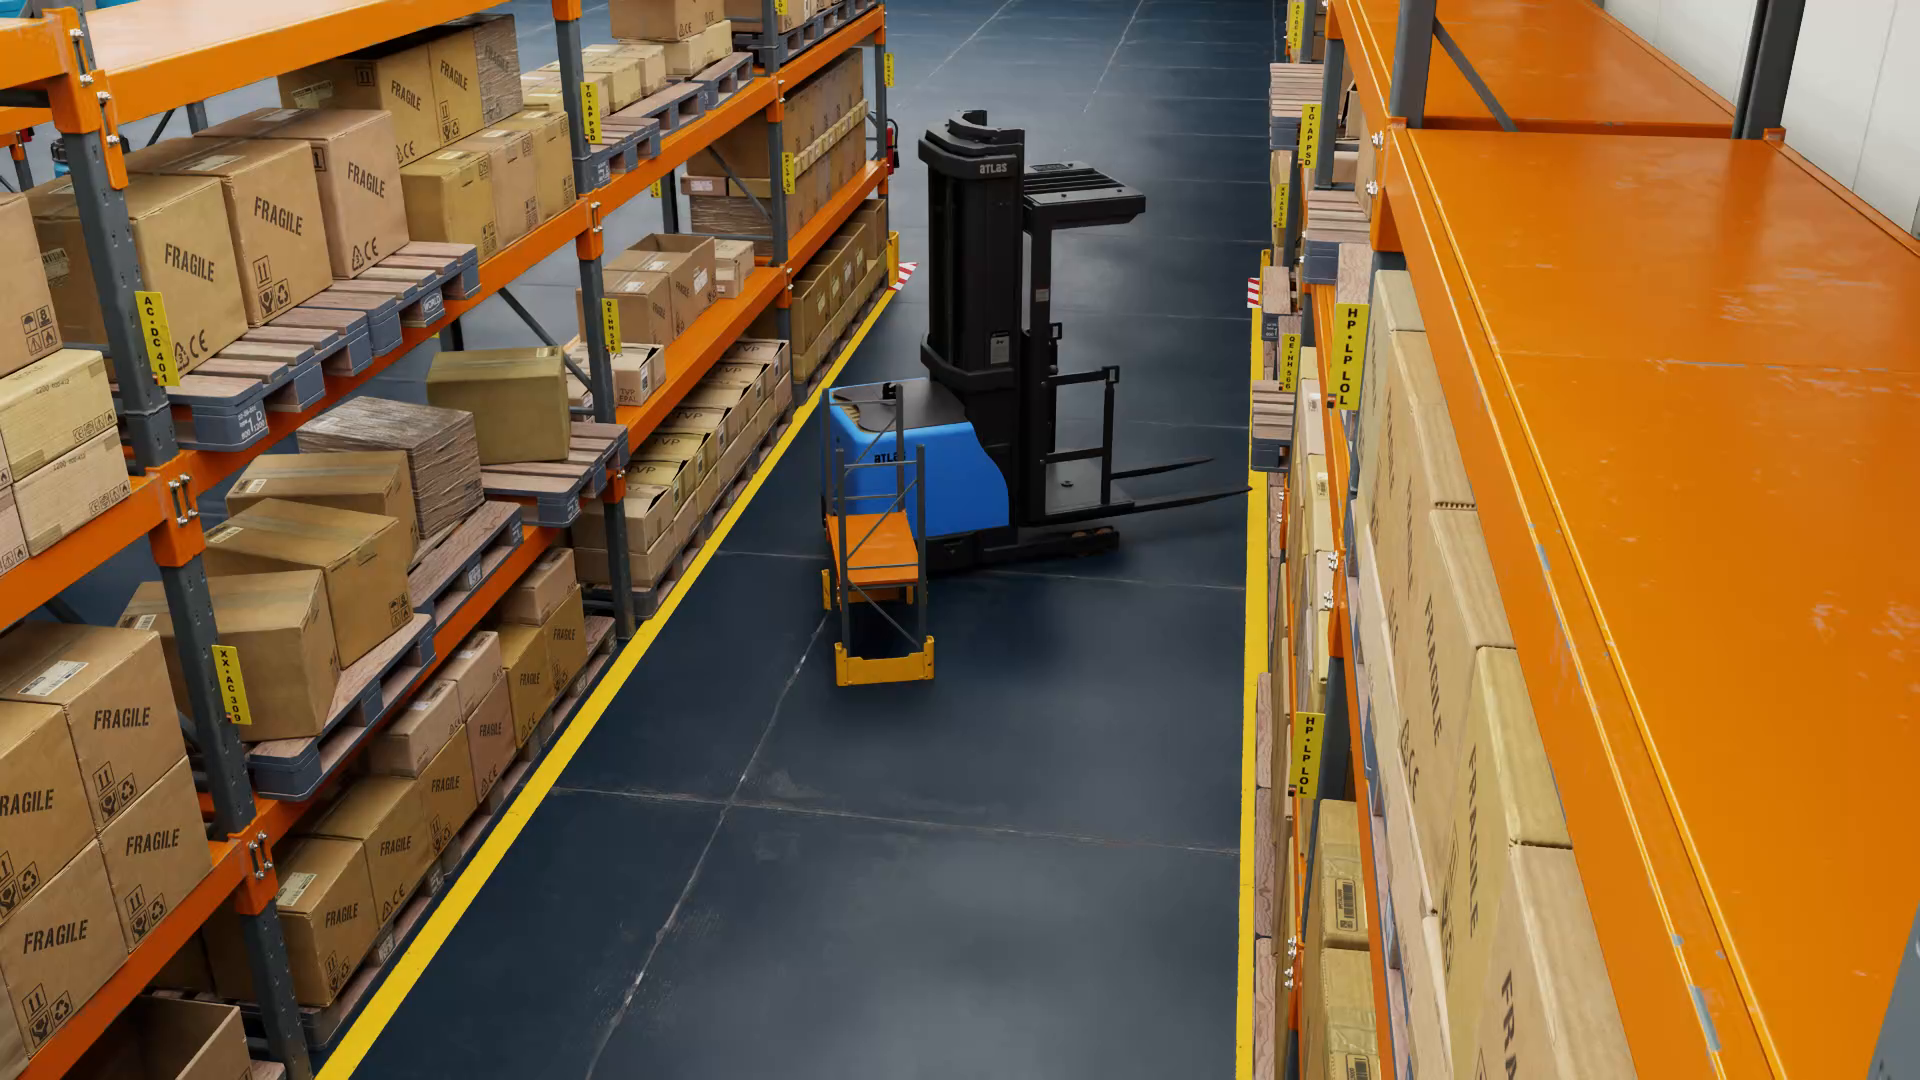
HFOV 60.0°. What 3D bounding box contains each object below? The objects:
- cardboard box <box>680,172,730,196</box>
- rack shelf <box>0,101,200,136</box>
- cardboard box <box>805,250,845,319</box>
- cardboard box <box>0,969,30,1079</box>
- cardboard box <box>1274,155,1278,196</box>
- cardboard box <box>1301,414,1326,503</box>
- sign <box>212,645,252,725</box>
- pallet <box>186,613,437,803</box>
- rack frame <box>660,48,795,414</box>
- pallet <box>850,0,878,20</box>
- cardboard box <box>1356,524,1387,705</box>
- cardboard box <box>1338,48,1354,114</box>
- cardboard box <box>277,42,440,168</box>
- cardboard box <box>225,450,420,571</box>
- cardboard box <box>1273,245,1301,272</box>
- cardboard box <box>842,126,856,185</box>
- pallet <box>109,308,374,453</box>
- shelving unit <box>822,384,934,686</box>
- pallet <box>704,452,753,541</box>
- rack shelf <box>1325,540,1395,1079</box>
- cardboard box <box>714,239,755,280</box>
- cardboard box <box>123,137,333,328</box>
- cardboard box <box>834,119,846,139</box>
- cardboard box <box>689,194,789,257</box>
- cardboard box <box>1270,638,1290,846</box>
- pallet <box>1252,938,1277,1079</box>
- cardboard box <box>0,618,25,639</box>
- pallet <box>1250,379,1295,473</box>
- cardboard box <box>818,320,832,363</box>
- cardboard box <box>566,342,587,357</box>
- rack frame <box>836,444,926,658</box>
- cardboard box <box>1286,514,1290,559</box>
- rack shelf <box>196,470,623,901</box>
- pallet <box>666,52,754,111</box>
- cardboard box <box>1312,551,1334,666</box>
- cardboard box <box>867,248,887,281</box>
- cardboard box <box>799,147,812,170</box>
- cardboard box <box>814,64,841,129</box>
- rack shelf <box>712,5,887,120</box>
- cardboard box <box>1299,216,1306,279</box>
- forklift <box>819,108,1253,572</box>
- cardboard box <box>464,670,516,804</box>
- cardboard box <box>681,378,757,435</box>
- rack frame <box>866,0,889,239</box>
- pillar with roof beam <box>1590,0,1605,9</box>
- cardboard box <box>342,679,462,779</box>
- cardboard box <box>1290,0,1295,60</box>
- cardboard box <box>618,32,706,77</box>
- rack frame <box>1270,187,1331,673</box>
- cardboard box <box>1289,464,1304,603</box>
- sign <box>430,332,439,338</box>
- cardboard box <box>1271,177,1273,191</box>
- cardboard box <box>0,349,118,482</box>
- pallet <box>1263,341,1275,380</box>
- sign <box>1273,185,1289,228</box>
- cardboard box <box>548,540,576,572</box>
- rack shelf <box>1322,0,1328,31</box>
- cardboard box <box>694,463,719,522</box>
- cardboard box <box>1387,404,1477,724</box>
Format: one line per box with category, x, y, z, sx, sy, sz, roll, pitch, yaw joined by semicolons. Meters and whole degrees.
cardboard box;-2.069;-2.923;13.617;0.380;0.149;0.250;4;25;8
rack shelf;-7.115;-2.996;11.968;1.077;0.370;4.000;4;25;9
cardboard box;-1.354;-2.330;15.098;0.500;0.500;0.500;4;25;9
cardboard box;-3.203;1.503;4.927;0.500;0.500;0.500;5;25;10
cardboard box;3.011;-3.250;14.468;0.500;0.500;0.500;5;26;10
cardboard box;1.838;-0.363;7.655;0.500;0.250;0.500;4;25;9
sign;-2.673;0.533;6.096;0.100;0.325;0.005;4;25;9
pallet;-2.971;0.651;7.092;1.003;0.211;1.213;4;25;9
rack frame;-1.902;-2.455;13.501;1.000;3.000;0.127;4;25;9
pallet;-1.389;-5.153;15.830;1.003;0.211;1.213;4;25;9
cardboard box;1.208;0.189;3.878;0.500;0.250;0.500;3;25;7
cardboard box;2.616;-2.969;10.447;0.500;0.500;0.500;3;25;7
cardboard box;-2.800;-2.030;7.758;0.500;0.500;0.500;4;25;9
cardboard box;-2.982;-0.088;7.831;0.700;0.500;0.500;-2;25;-5
cardboard box;2.764;-2.274;13.267;0.500;0.250;0.500;4;25;9
cardboard box;-1.418;-3.759;16.169;0.700;0.500;0.500;5;25;10
pallet;-3.034;-0.651;6.330;1.213;0.211;1.003;4;25;9
shelving unit;-0.525;-0.051;10.134;0.587;1.500;1.083;-4;25;-8
pallet;-2.181;-0.370;12.335;1.003;0.211;1.213;4;25;9
rack shelf;1.351;1.036;3.353;1.077;0.370;4.000;4;25;9
cardboard box;-1.939;-2.178;13.087;0.500;0.250;0.500;6;26;12
cardboard box;-2.968;-1.235;6.626;0.600;0.600;0.600;4;25;8
cardboard box;-1.292;-3.863;15.626;0.380;0.149;0.250;5;26;10
cardboard box;-1.836;-2.687;13.878;0.700;0.500;0.500;3;25;7
cardboard box;1.933;1.007;8.145;0.750;0.750;0.750;4;25;8
pallet;1.730;2.167;6.915;1.003;0.211;1.213;4;25;9
cardboard box;-3.564;0.570;5.741;0.500;0.500;0.500;5;25;10
pallet;2.343;-0.659;9.891;1.213;0.211;1.003;4;25;9
cardboard box;-1.440;-1.782;14.811;0.500;0.250;0.500;4;25;9
cardboard box;-2.403;-1.206;11.128;0.380;0.149;0.250;6;26;12
rack frame;-0.450;0.158;9.687;0.500;1.500;0.032;-4;25;-8
cardboard box;1.873;-0.004;8.538;0.380;0.149;0.250;5;26;10
rack shelf;-2.883;0.380;8.293;1.077;0.370;4.000;4;25;9
pallet;-2.033;-3.357;12.116;0.805;0.209;1.217;3;25;6
cardboard box;1.595;0.277;6.287;0.500;0.250;0.500;5;25;10
cardboard box;-1.044;-2.828;17.047;0.500;0.250;0.500;4;25;9
cardboard box;-1.501;-3.321;14.467;0.380;0.149;0.250;3;25;7
cardboard box;-1.508;-4.113;15.396;0.700;0.500;0.500;4;25;9
rack shelf;-1.575;-4.325;14.805;1.077;0.370;4.000;4;25;9
cardboard box;2.869;-2.148;12.207;0.700;0.500;0.500;4;25;9
forklift;0.588;-1.416;11.361;3.031;2.935;1.130;-9;26;-18
cardboard box;-2.642;0.994;8.561;0.500;0.500;0.500;3;25;7
cardboard box;-1.848;-1.038;12.561;0.500;0.311;0.500;4;25;8
rack frame;-1.248;-4.128;17.076;1.000;3.000;0.127;4;25;9
pillar with roof beam;-0.849;-3.940;9.596;9.100;9.000;0.400;4;25;9
cardboard box;-2.727;0.880;7.921;0.500;0.250;0.500;4;25;9
cardboard box;2.973;-4.200;13.549;0.500;0.500;0.500;3;25;6
cardboard box;-2.099;-3.449;11.768;0.500;0.250;0.500;2;25;3
rack frame;2.332;-0.441;9.198;1.000;3.000;0.127;4;25;9
cardboard box;1.823;-0.019;7.803;0.500;0.500;0.500;4;25;8
sign;-3.104;-1.344;9.761;0.100;0.325;0.005;4;25;9
cardboard box;3.176;-3.327;15.518;0.500;0.250;0.500;3;25;7
cardboard box;-3.021;-0.404;5.169;0.500;0.250;0.500;4;25;9
pallet;3.258;-1.646;15.061;1.003;0.211;1.213;4;25;9
sign;2.449;-2.540;12.662;0.100;0.325;0.005;4;25;9
cardboard box;-2.710;0.036;10.928;0.500;0.250;0.500;5;25;10
rack shelf;2.659;-3.487;9.950;1.077;0.370;4.000;4;25;9
cardboard box;-2.020;-0.354;11.760;0.500;0.250;0.500;3;25;7
cardboard box;1.132;0.068;3.252;0.500;0.500;0.500;4;25;9
